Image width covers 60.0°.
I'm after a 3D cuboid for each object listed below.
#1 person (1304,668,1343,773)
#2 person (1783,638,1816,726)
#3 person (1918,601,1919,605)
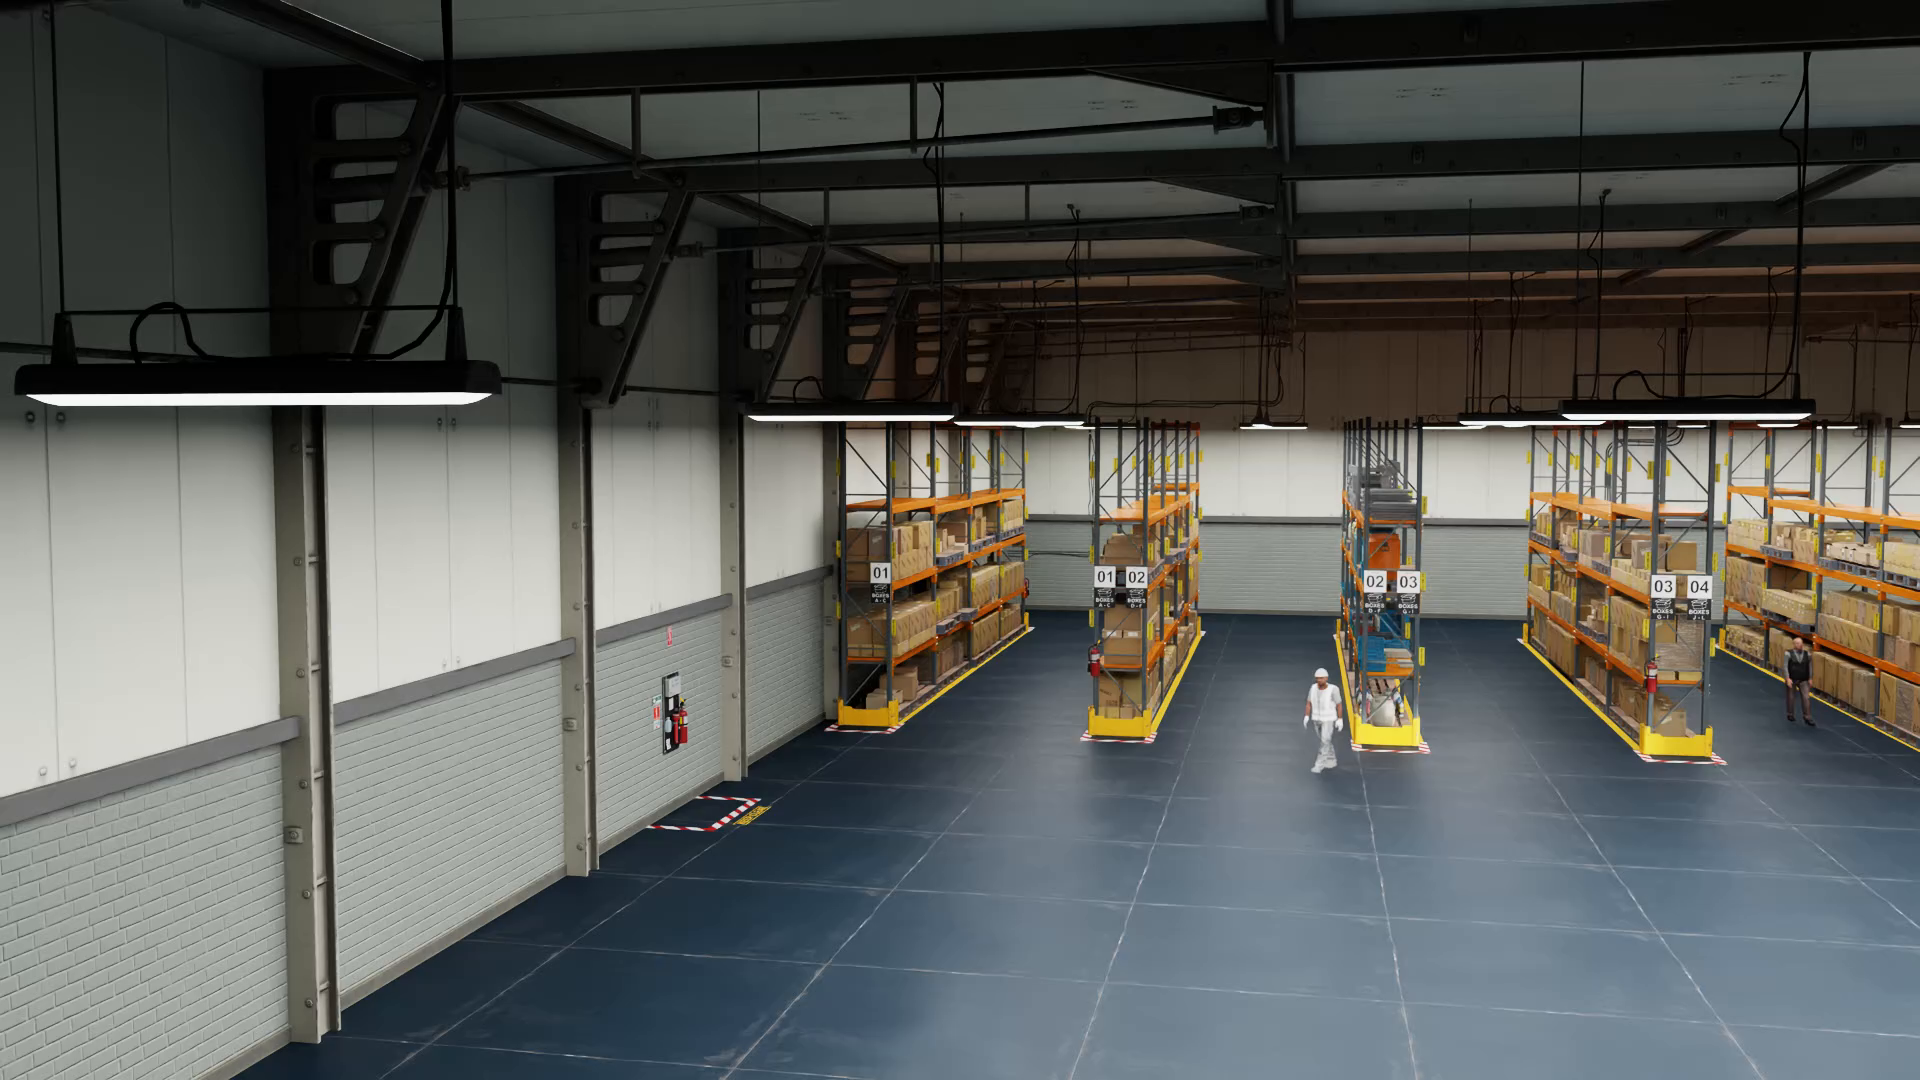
[{"bbox_3d":[6.052,3.015,27.888,1.034,1.728,0.577,-3,5,-43],"label":"person"},{"bbox_3d":[16.375,2.748,32.470,0.569,1.675,0.960,1,4,18],"label":"person"},{"bbox_3d":[22.535,2.349,38.837,0.547,1.813,0.548,0,4,-7],"label":"person"}]
